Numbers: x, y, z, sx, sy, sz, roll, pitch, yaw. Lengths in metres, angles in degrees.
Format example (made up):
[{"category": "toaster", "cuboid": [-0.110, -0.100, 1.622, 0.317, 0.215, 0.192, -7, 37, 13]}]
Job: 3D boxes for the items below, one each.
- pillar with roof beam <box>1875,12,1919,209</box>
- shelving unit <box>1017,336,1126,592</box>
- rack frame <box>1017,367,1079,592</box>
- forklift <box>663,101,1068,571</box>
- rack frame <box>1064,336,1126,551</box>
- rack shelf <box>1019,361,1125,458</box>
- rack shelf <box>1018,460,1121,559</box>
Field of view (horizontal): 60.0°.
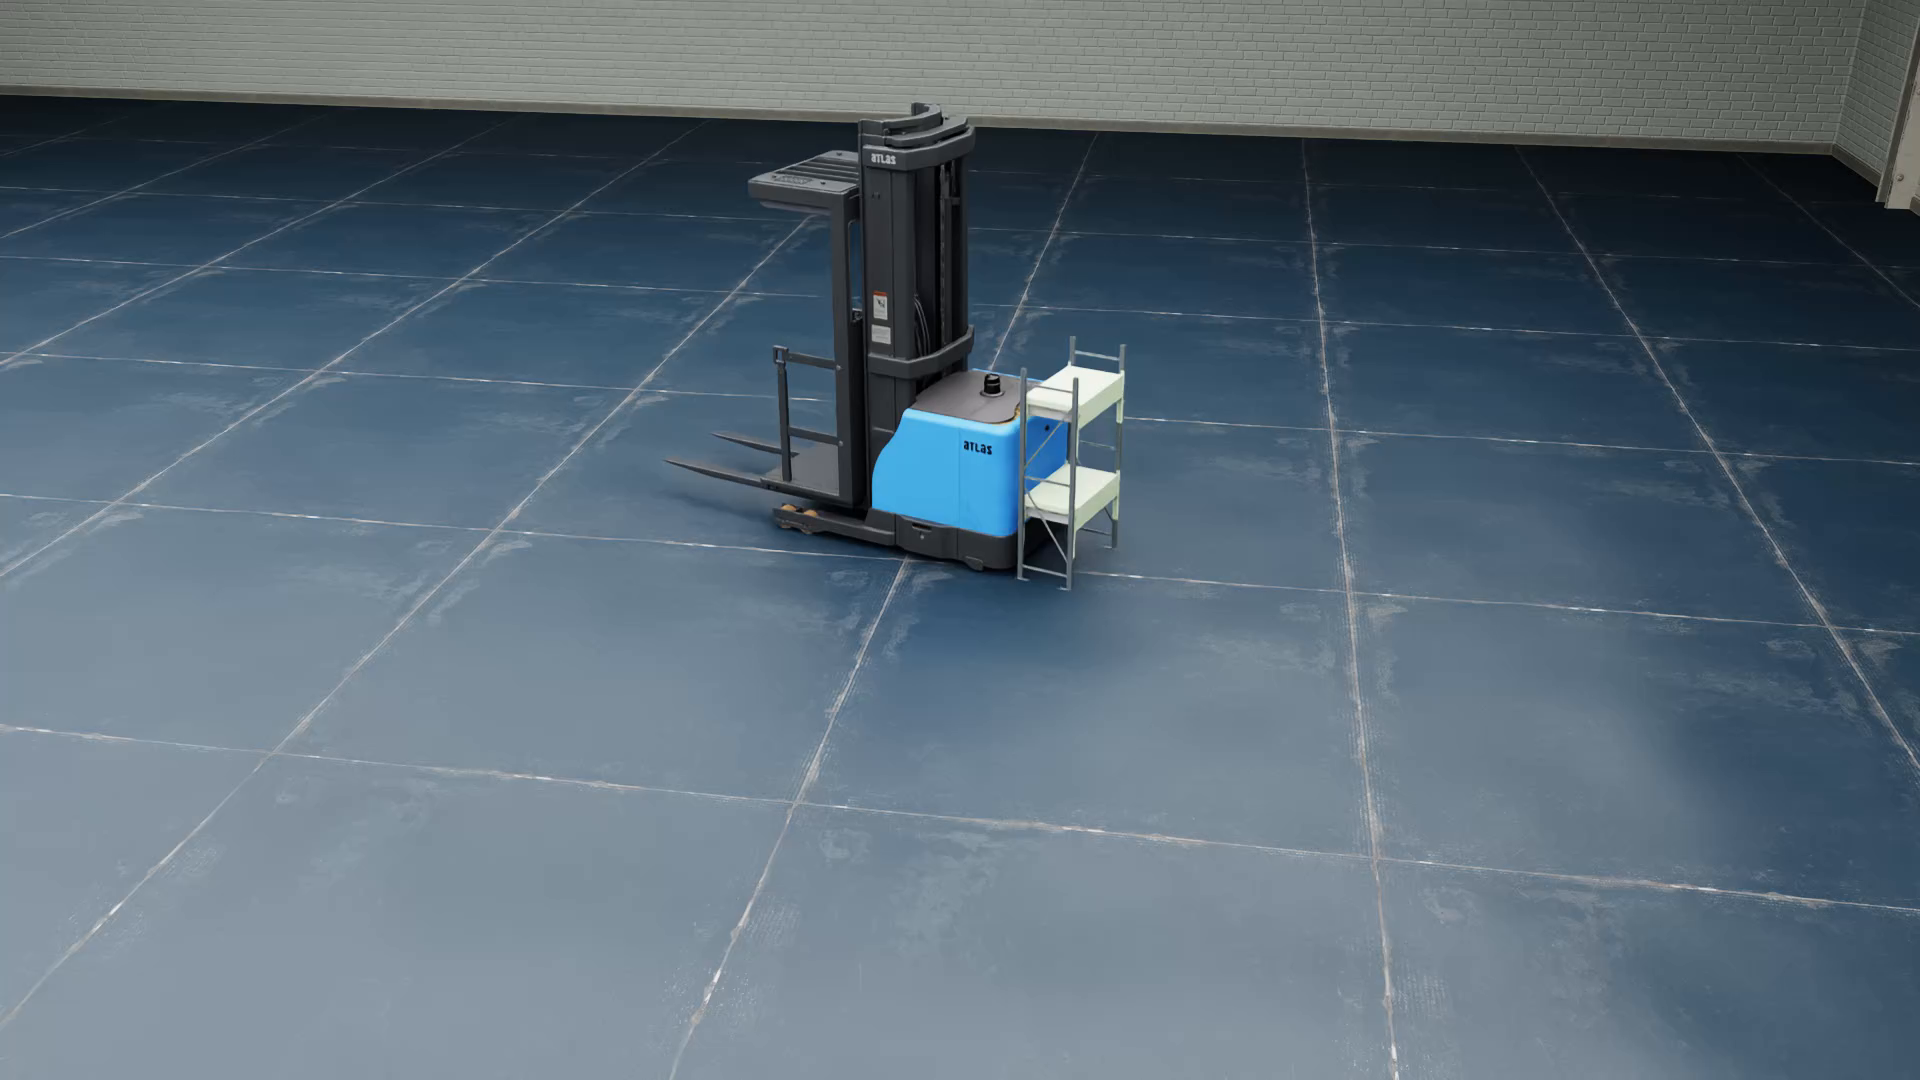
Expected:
[{"category": "pillar with roof beam", "cuboid": [7.381, -8.548, 19.442, 9.100, 9.000, 0.400, 4, 25, 9]}, {"category": "shelving unit", "cuboid": [0.744, -0.513, 11.121, 0.431, 1.500, 0.755, 13, 28, 26]}, {"category": "rack frame", "cuboid": [0.568, -0.377, 10.831, 0.400, 1.500, 0.023, 13, 28, 26]}, {"category": "forklift", "cuboid": [-0.760, -1.552, 11.652, 3.031, 2.935, 1.130, 13, 28, 26]}, {"category": "rack frame", "cuboid": [0.920, -0.649, 11.412, 0.400, 1.500, 0.023, 13, 28, 26]}, {"category": "rack shelf", "cuboid": [0.744, -0.867, 10.956, 0.431, 0.370, 0.720, 13, 28, 26]}, {"category": "rack shelf", "cuboid": [0.744, -0.218, 11.260, 0.431, 0.370, 0.720, 13, 28, 26]}]
